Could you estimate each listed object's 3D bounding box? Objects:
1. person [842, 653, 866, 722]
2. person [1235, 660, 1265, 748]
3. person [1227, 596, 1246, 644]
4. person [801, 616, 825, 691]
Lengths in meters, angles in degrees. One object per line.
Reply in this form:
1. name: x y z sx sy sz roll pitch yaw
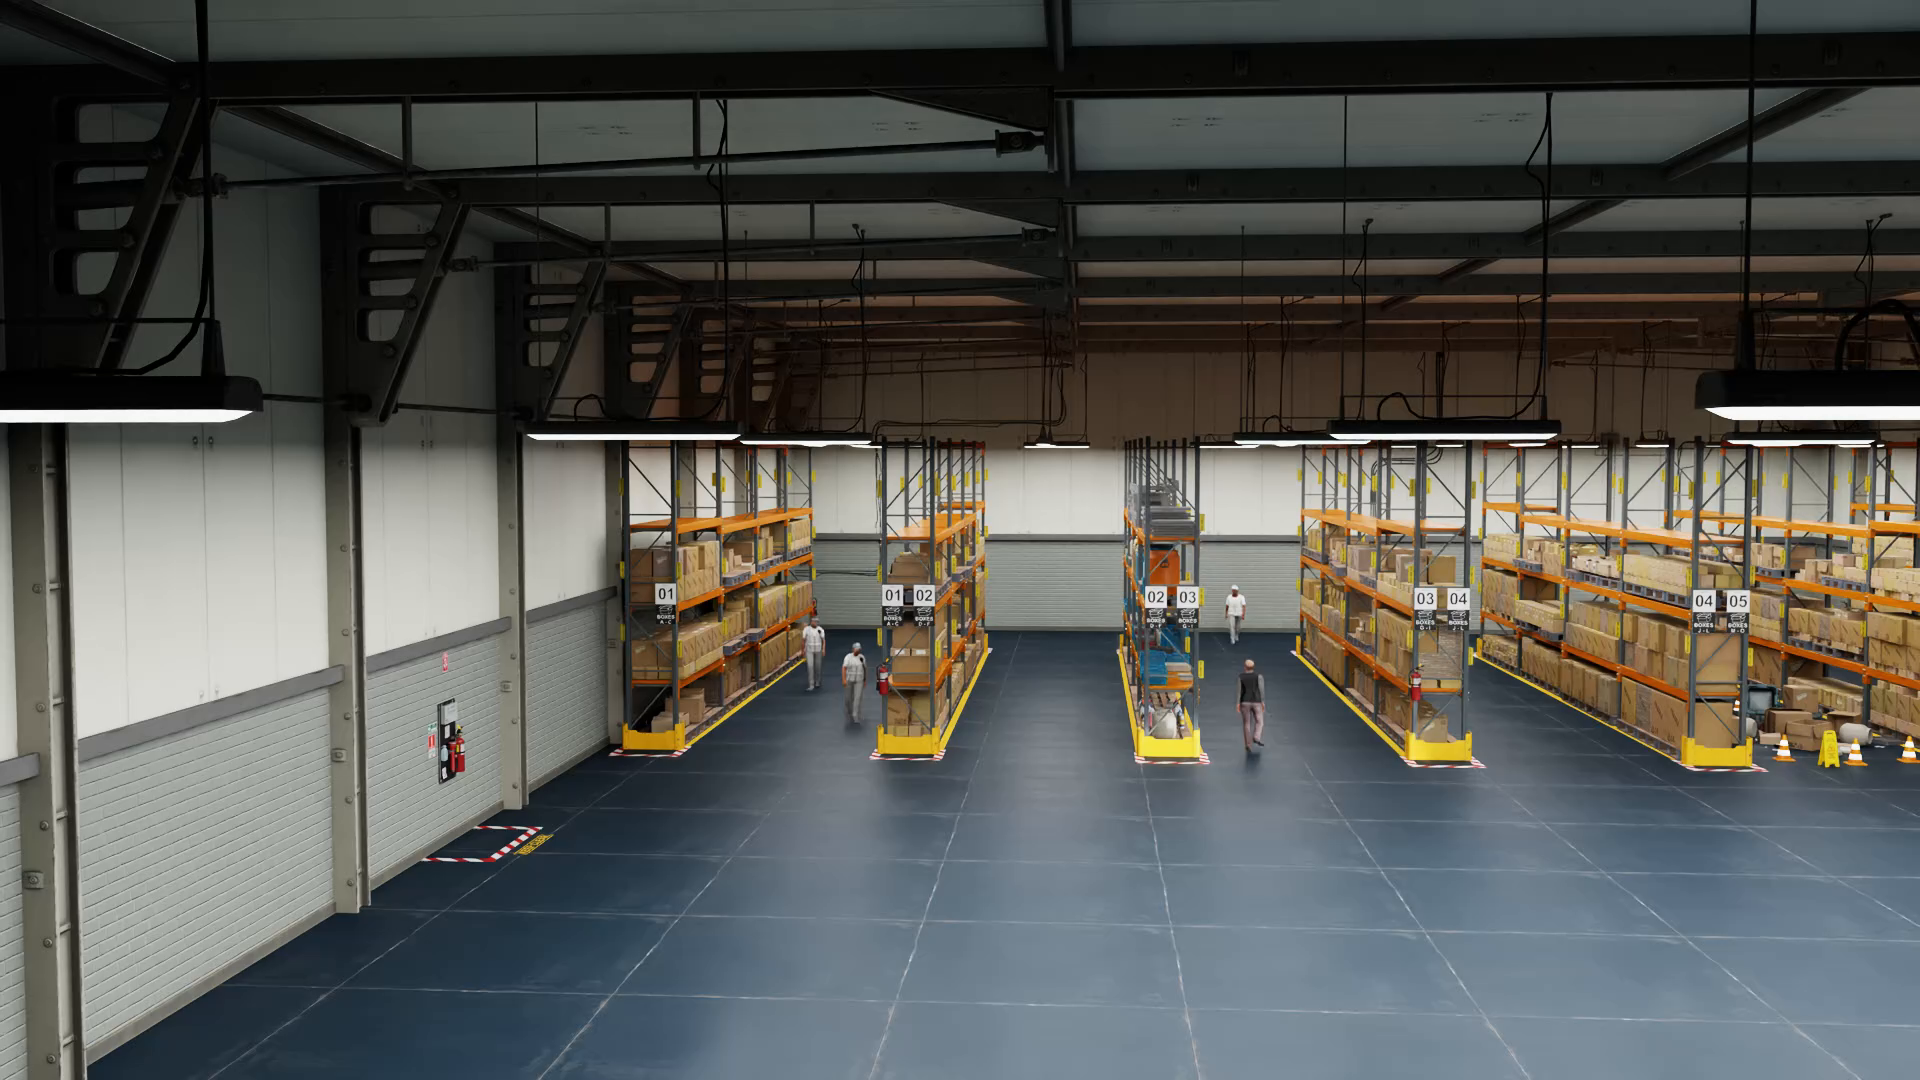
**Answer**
1. person: -2.237 3.123 35.465 0.524 1.434 0.808 -1 3 -16
2. person: 5.554 3.126 31.831 0.570 1.654 0.452 1 3 12
3. person: 8.222 2.354 49.486 0.547 1.418 1.085 0 3 5
4. person: -3.499 2.721 40.133 0.566 1.764 0.781 -1 3 -19
